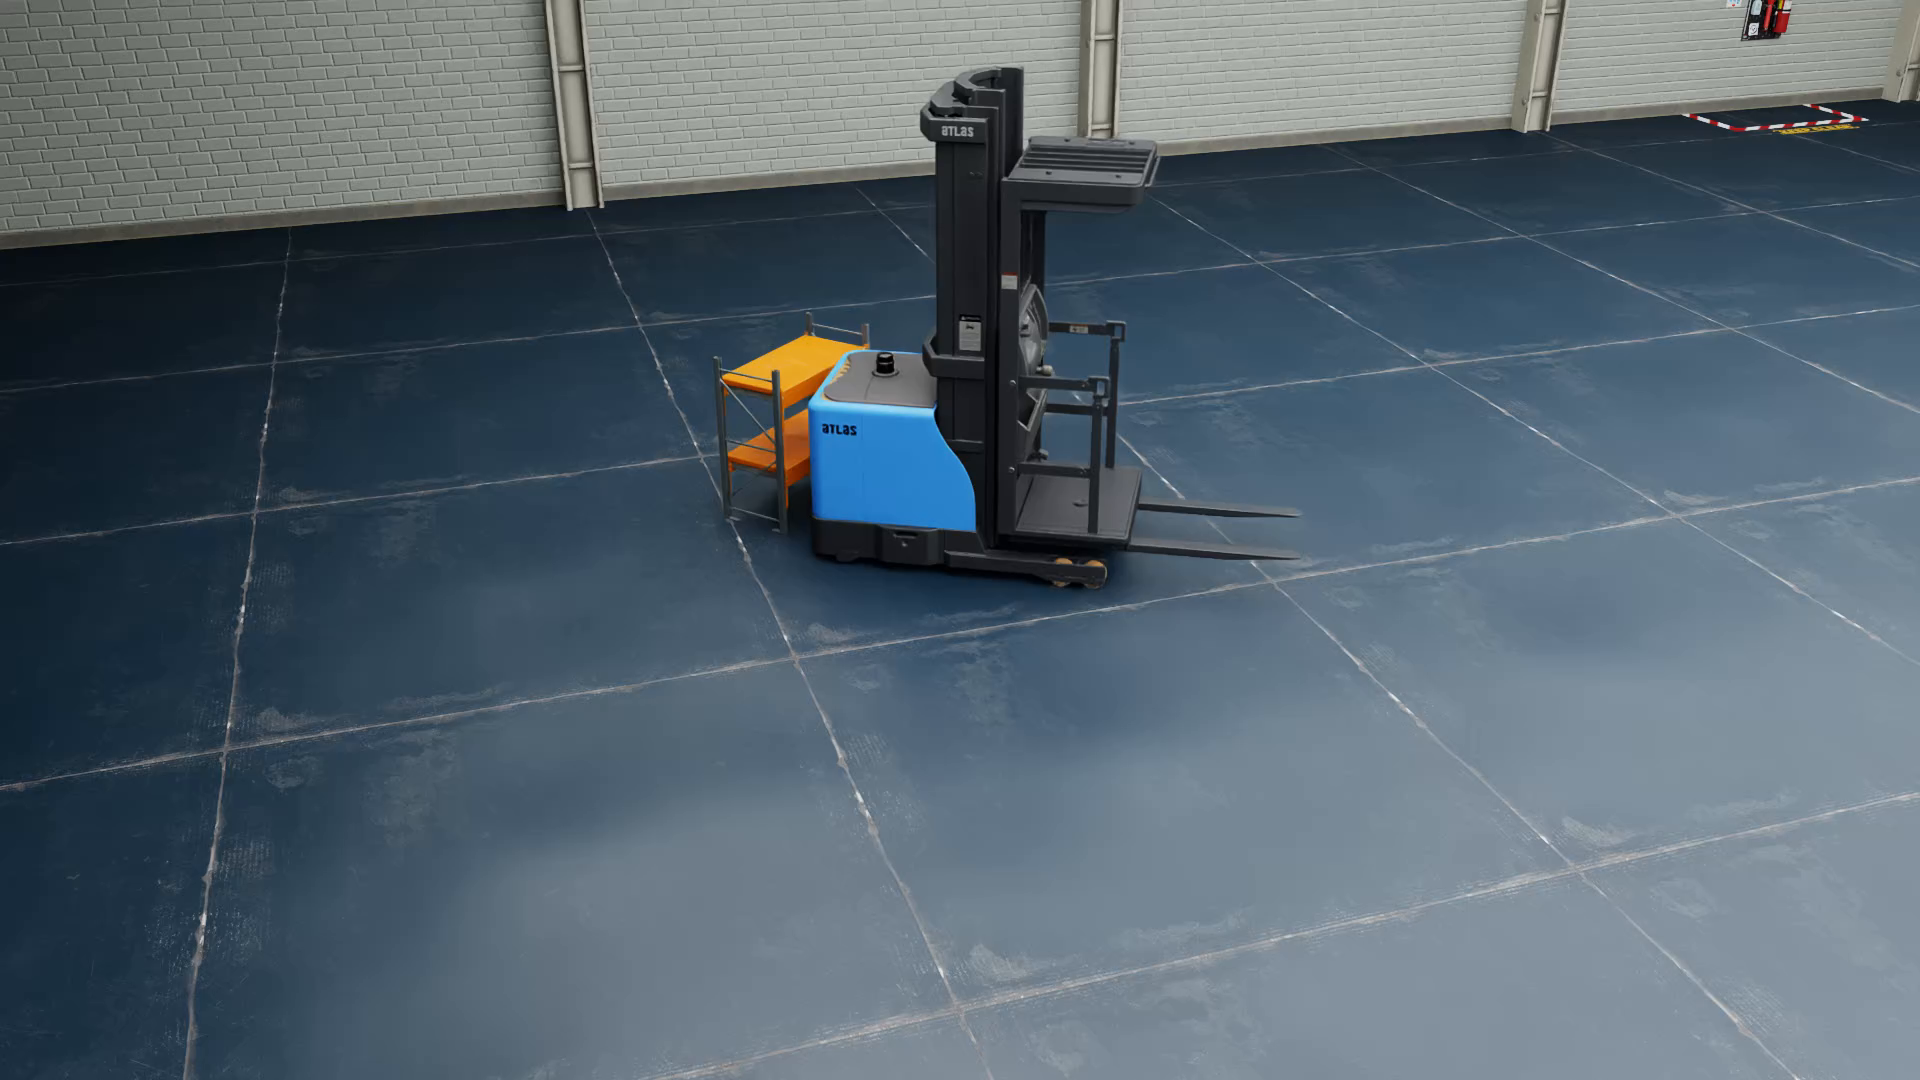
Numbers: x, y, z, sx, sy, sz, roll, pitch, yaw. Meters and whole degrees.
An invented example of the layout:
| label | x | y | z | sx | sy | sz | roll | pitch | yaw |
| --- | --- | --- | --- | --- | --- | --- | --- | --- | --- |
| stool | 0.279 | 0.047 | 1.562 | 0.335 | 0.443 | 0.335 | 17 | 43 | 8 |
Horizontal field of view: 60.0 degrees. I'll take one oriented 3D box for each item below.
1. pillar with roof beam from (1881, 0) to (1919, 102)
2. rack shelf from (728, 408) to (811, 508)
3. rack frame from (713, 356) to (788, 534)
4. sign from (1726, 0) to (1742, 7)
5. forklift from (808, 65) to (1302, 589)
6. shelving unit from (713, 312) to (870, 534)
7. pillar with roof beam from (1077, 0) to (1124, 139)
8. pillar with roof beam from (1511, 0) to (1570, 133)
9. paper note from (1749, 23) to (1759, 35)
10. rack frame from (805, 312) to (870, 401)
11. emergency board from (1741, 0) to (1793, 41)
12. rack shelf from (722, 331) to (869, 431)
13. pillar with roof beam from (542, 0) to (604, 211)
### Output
| label | x | y | z | sx | sy | sz | roll | pitch | yaw |
| --- | --- | --- | --- | --- | --- | --- | --- | --- | --- |
| pillar with roof beam | 14.364 | -8.324 | 17.398 | 0.400 | 9.000 | 9.100 | -8 | 28 | -16 |
| rack shelf | -1.088 | -0.578 | 11.198 | 0.538 | 0.278 | 1.000 | 15 | 30 | 27 |
| rack frame | -1.345 | -0.602 | 10.697 | 0.500 | 1.125 | 0.032 | 15 | 30 | 27 |
| sign | 10.112 | -7.117 | 21.672 | 0.234 | 0.329 | 0.001 | -8 | 28 | -16 |
| forklift | 0.631 | -1.273 | 10.019 | 3.031 | 2.935 | 1.130 | 5 | 27 | 9 |
| shelving unit | -1.088 | -0.797 | 11.090 | 0.538 | 1.125 | 1.048 | 15 | 30 | 27 |
| pillar with roof beam | 2.954 | -6.672 | 14.069 | 0.400 | 9.000 | 9.100 | -8 | 28 | -16 |
| pillar with roof beam | 8.659 | -7.498 | 15.734 | 0.400 | 9.000 | 9.100 | -8 | 28 | -16 |
| paper note | 10.480 | -6.744 | 21.951 | 0.142 | 0.148 | 0.016 | -8 | 28 | -16 |
| rack frame | -0.831 | -0.992 | 11.483 | 0.500 | 1.125 | 0.032 | 15 | 30 | 27 |
| emergency board | 10.669 | -7.133 | 21.745 | 0.643 | 1.169 | 0.194 | -8 | 28 | -16 |
| rack shelf | -1.088 | -1.059 | 10.960 | 0.538 | 0.278 | 1.000 | 15 | 30 | 27 |
| pillar with roof beam | -2.751 | -5.846 | 12.405 | 0.400 | 9.000 | 9.100 | -8 | 28 | -16 |
